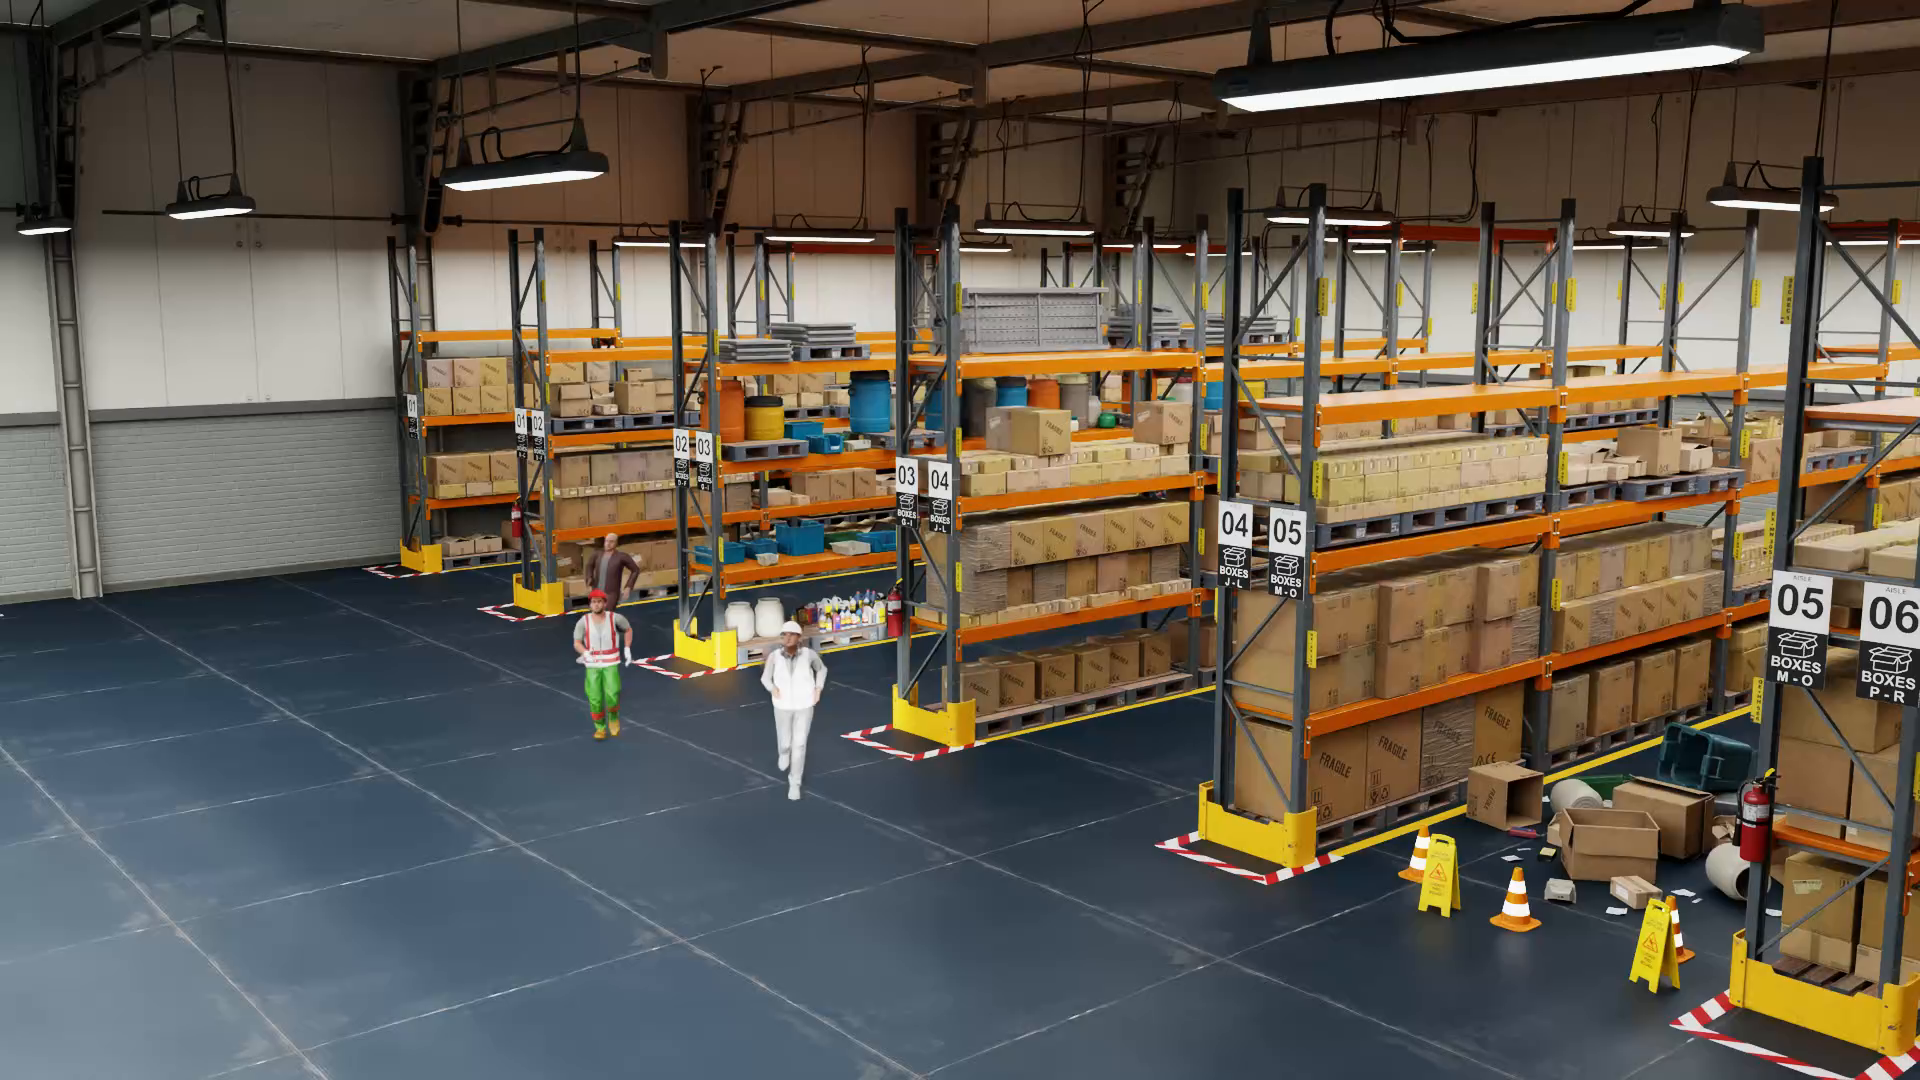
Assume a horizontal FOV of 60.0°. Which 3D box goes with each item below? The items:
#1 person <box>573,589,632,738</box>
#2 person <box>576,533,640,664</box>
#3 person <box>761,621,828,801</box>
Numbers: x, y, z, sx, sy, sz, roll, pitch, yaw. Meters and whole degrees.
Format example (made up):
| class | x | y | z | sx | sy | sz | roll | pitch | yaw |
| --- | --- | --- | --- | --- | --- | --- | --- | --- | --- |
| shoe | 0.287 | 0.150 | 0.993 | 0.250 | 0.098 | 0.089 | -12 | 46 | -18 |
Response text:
| class | x | y | z | sx | sy | sz | roll | pitch | yaw |
| --- | --- | --- | --- | --- | --- | --- | --- | --- | --- |
| person | -4.030 | 1.421 | 18.746 | 0.640 | 1.740 | 0.679 | -1 | 9 | -6 |
| person | -4.870 | 0.871 | 22.972 | 0.769 | 1.544 | 1.048 | 4 | 9 | 22 |
| person | -1.711 | 1.694 | 17.090 | 0.643 | 1.777 | 0.904 | 0 | 9 | 0 |
